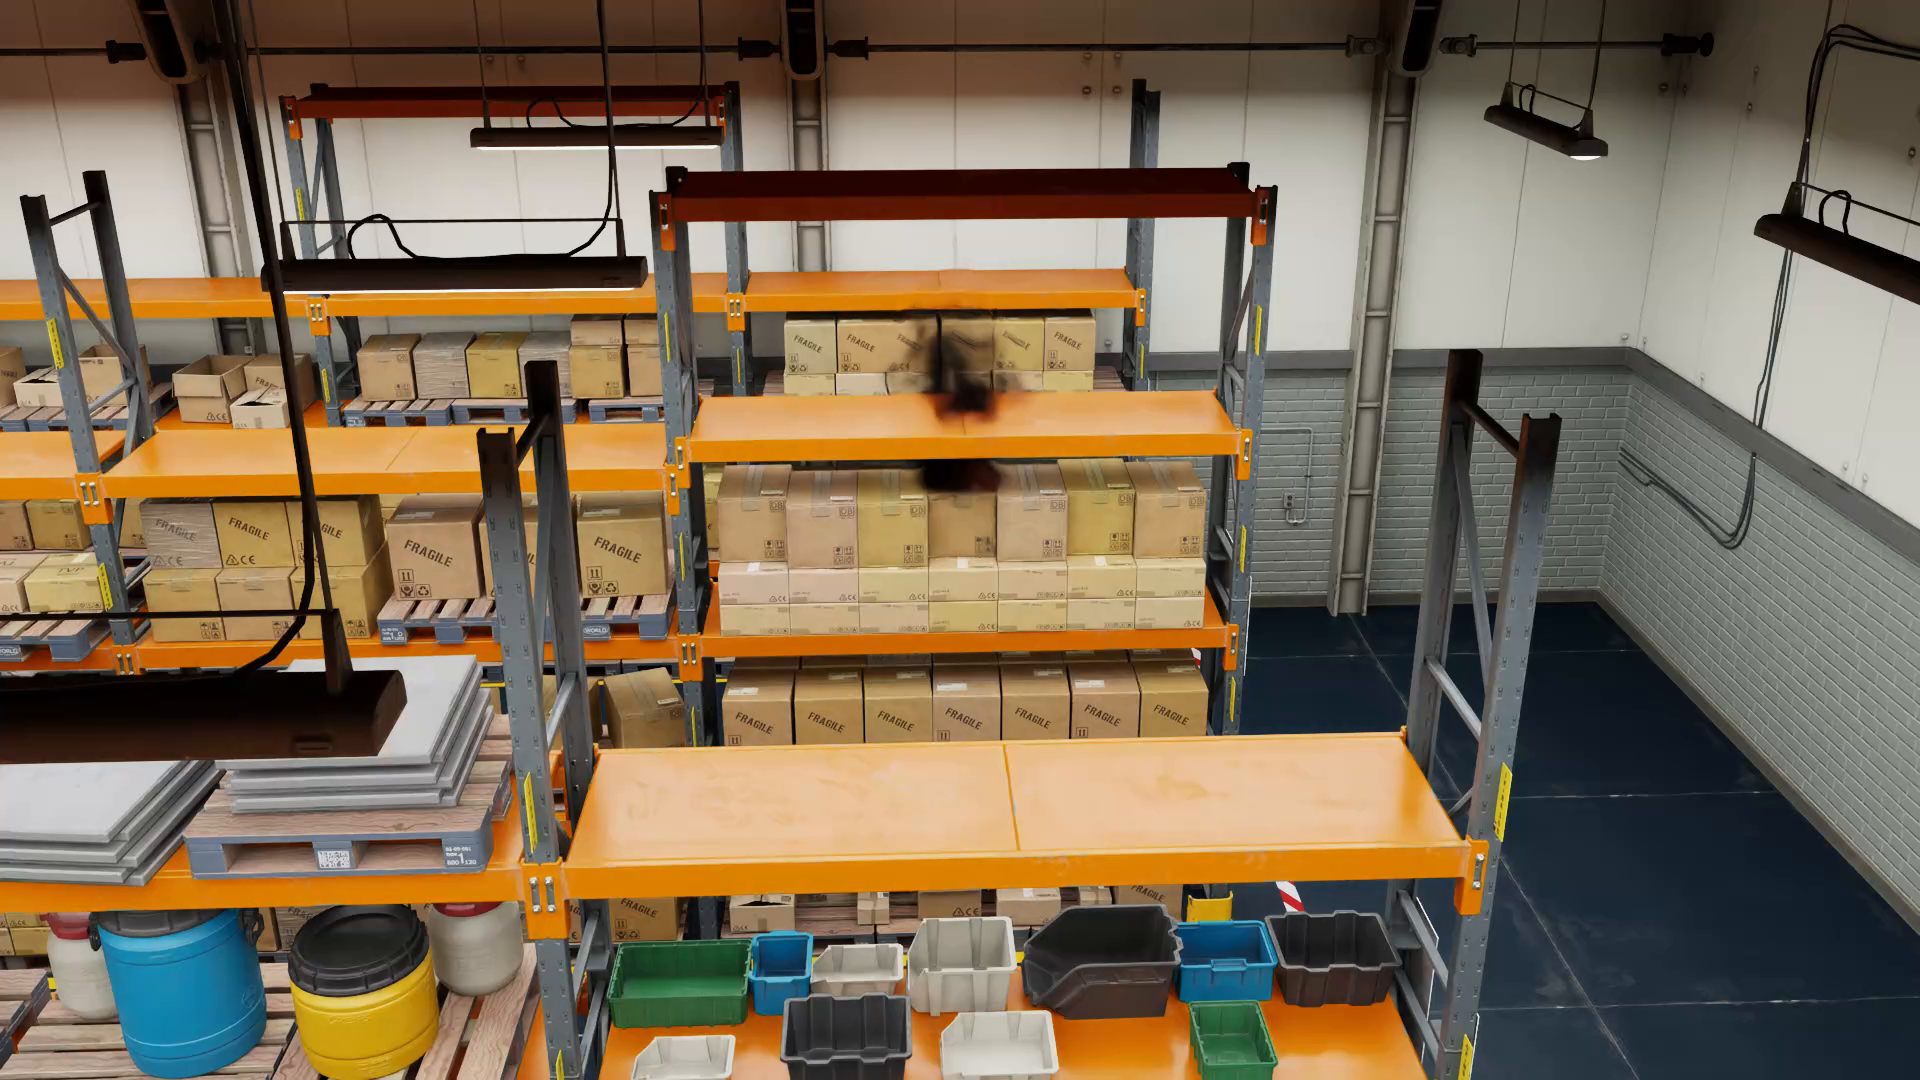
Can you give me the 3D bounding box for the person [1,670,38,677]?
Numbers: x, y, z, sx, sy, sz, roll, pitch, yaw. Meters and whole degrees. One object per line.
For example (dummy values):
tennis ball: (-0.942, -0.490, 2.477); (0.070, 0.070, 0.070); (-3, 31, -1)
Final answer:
person: (-8.050, 1.814, 14.510); (0.768, 1.685, 0.588); (-1, 22, -2)
